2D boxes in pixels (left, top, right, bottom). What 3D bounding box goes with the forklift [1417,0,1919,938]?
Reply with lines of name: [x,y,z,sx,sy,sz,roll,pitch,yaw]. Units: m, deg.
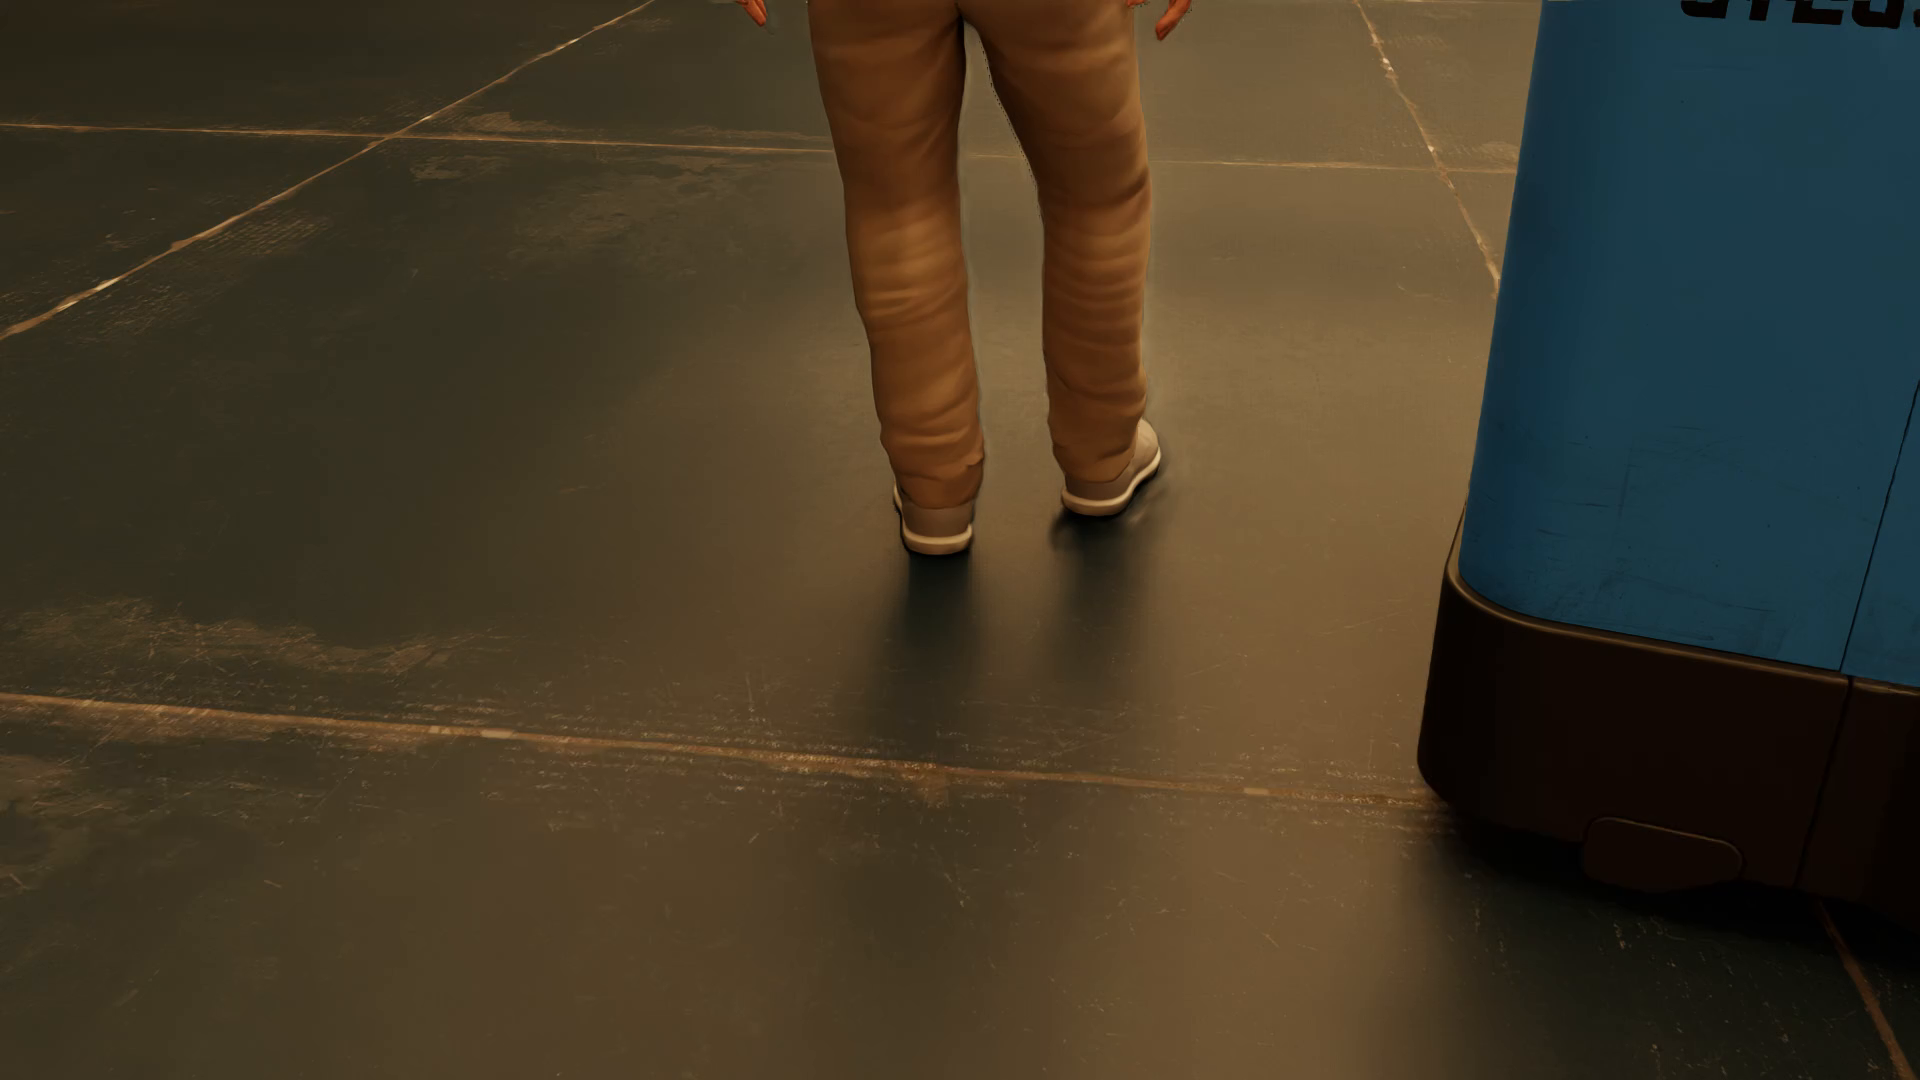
forklift: [2.073,-0.926,1.073,3.031,2.935,1.130,10,28,20]

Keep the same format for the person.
person: [-0.007,-0.835,2.241,0.669,1.724,0.521,2,27,4]
